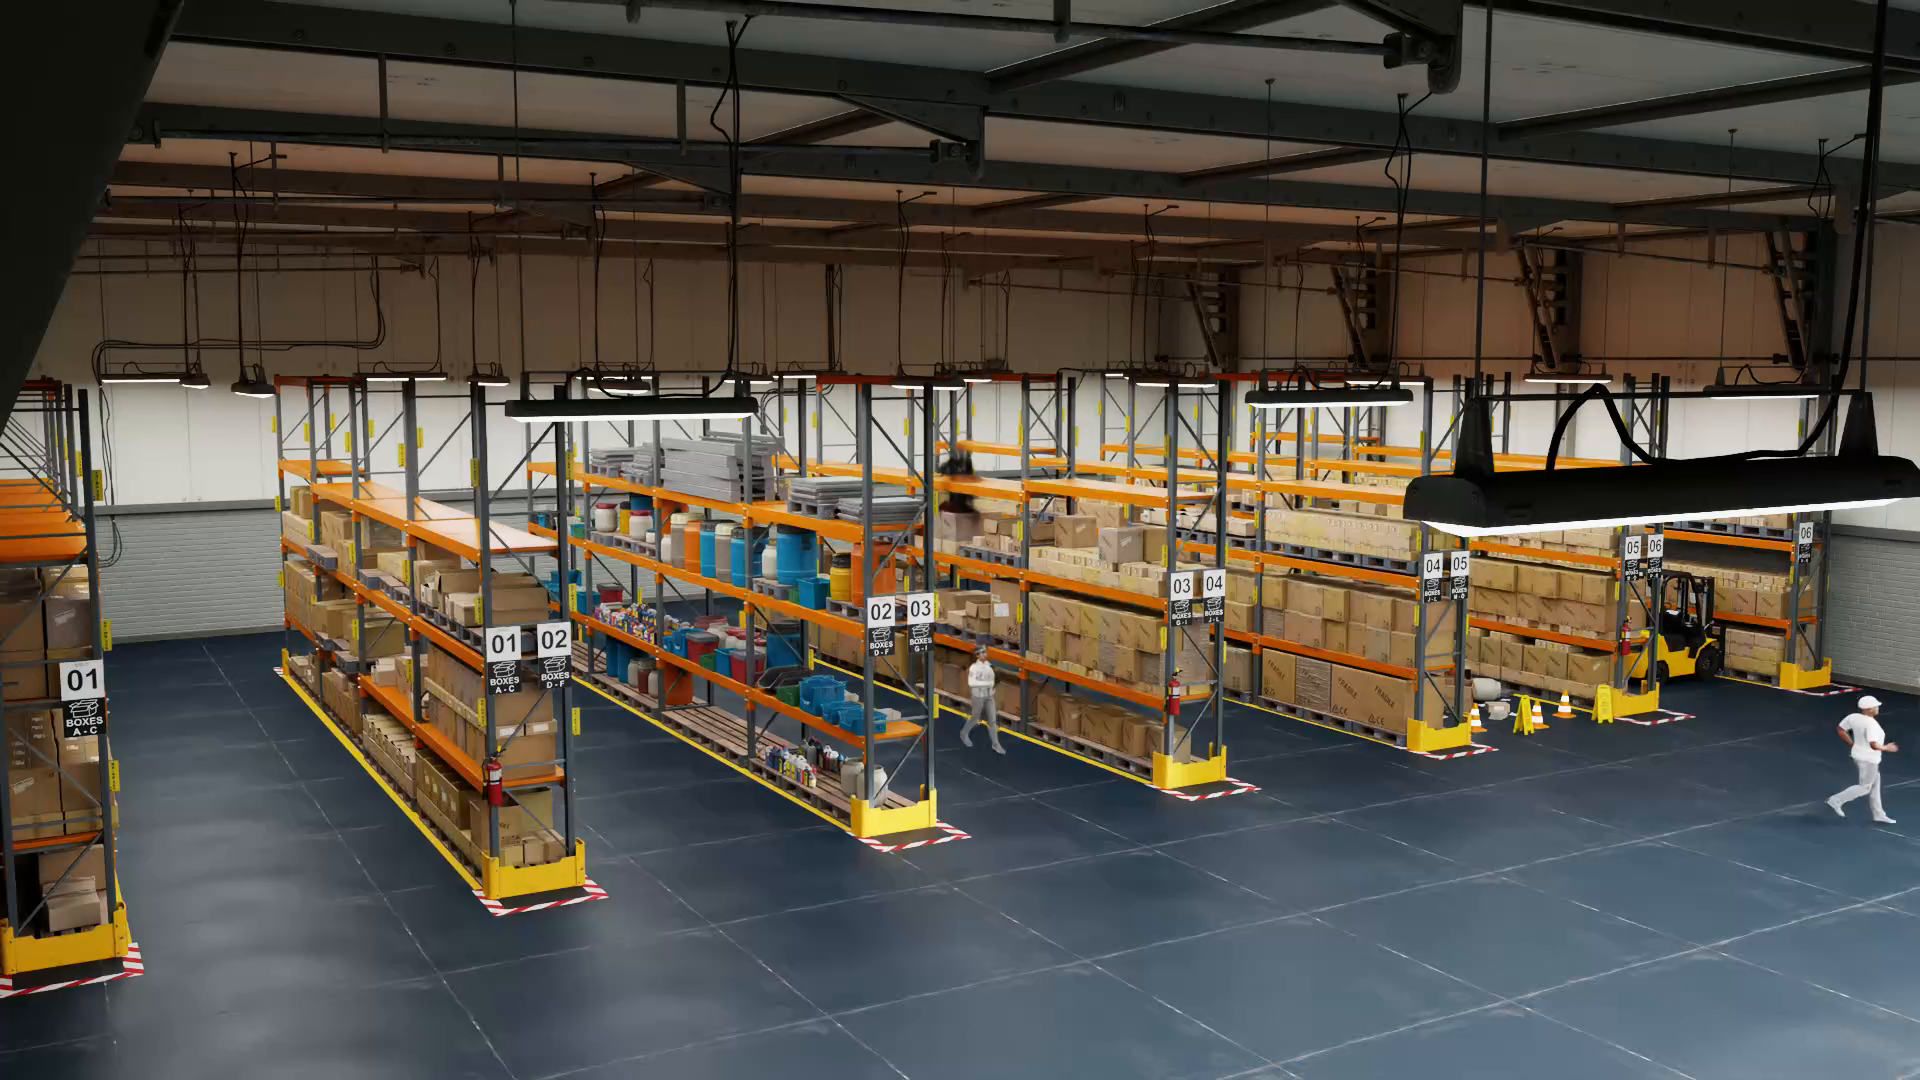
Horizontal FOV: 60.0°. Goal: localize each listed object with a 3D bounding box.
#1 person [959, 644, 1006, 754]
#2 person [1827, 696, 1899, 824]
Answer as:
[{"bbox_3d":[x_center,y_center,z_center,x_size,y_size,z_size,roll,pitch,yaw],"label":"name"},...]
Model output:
[{"bbox_3d":[0.353,2.475,26.178,0.612,1.695,0.920,-6,9,-43],"label":"person"},{"bbox_3d":[12.265,2.988,22.555,0.963,1.772,0.700,1,6,5],"label":"person"}]
